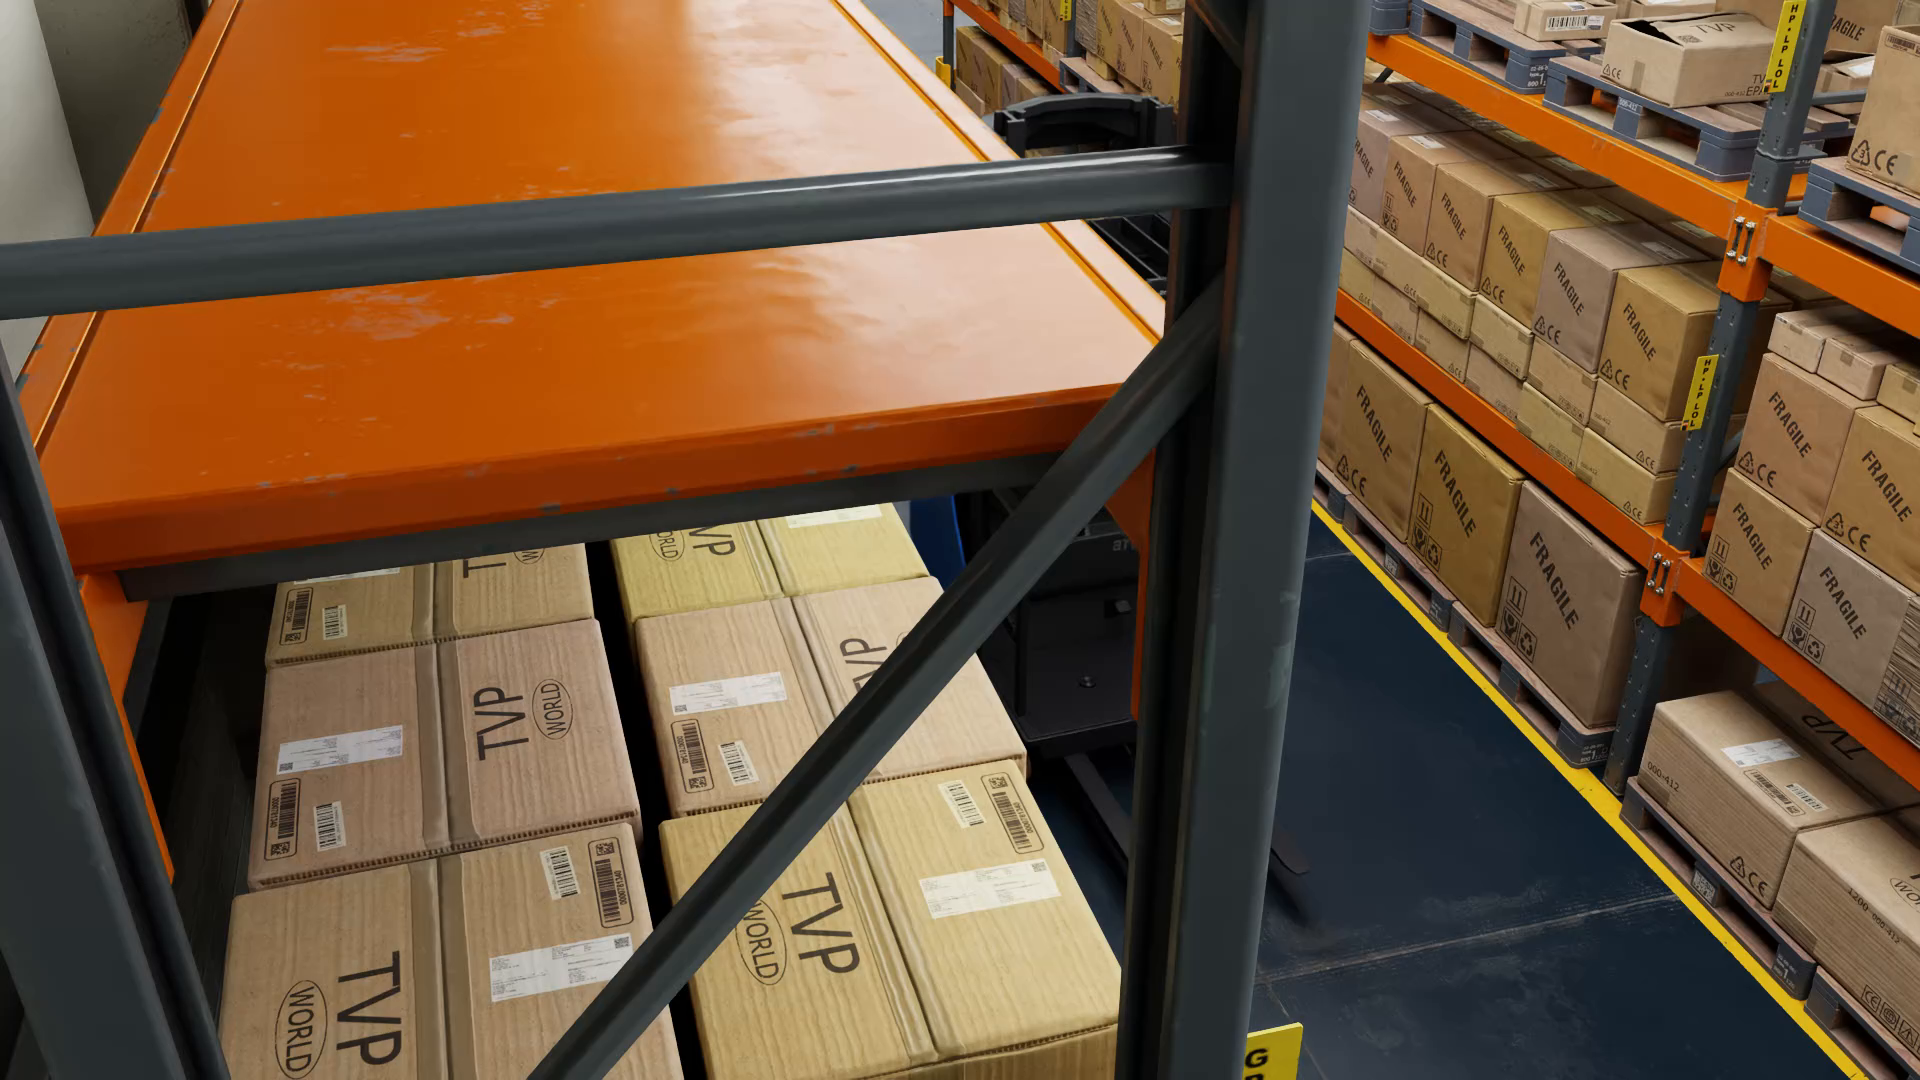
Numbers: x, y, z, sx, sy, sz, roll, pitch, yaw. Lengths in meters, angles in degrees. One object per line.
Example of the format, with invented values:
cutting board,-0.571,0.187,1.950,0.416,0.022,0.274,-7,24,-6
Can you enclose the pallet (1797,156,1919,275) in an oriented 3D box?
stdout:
pallet,3.710,-1.064,5.689,1.003,0.211,1.213,-8,31,-13

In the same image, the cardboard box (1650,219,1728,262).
cardboard box,3.502,-1.170,7.679,0.500,0.500,0.500,-8,31,-14

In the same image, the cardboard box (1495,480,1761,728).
cardboard box,3.262,0.248,8.029,0.875,0.875,0.875,-7,31,-12

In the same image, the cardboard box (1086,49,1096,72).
cardboard box,1.222,-3.829,13.203,0.380,0.149,0.250,-7,31,-13

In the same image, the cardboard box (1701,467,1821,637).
cardboard box,3.375,0.017,6.626,0.500,0.500,0.500,-7,31,-12

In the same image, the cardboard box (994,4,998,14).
cardboard box,0.534,-5.069,15.764,0.380,0.149,0.250,-7,31,-12

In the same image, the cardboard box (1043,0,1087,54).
cardboard box,1.022,-4.419,13.993,0.500,0.500,0.500,-9,31,-15

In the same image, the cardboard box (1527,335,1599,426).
cardboard box,3.012,-0.774,7.743,0.500,0.250,0.500,-7,31,-12

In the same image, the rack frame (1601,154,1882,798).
rack frame,3.503,-0.201,7.103,1.000,3.000,0.127,-8,31,-13

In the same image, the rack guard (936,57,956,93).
rack guard,0.338,-4.878,17.679,1.175,0.500,0.348,-8,31,-13

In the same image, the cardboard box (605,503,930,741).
cardboard box,-0.359,0.077,2.981,0.500,0.250,0.500,-8,31,-14

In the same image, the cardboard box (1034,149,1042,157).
cardboard box,0.964,-3.307,14.794,0.500,0.250,0.500,-6,31,-11

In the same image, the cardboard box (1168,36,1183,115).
cardboard box,1.770,-3.161,11.401,0.500,0.500,0.500,-10,32,-17

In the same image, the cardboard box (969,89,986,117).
cardboard box,0.394,-4.315,16.536,0.500,0.250,0.500,-7,31,-11

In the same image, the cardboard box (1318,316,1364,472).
cardboard box,2.545,-1.051,10.273,0.875,0.875,0.875,-8,31,-14

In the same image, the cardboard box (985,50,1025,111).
cardboard box,0.541,-4.380,15.900,0.500,0.500,0.500,-7,31,-12

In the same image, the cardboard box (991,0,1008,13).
cardboard box,0.596,-5.163,15.279,0.500,0.500,0.500,-8,31,-14

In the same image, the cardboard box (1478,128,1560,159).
cardboard box,3.101,-1.907,8.952,0.500,0.500,0.500,-8,31,-13

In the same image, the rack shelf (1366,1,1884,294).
rack shelf,2.972,-2.154,8.201,1.077,0.370,4.000,-8,31,-13

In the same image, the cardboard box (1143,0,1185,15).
cardboard box,1.551,-3.914,12.055,0.380,0.149,0.250,-6,31,-10

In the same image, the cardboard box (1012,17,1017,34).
cardboard box,0.689,-4.689,15.107,0.380,0.149,0.250,-8,31,-14

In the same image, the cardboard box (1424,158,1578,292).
cardboard box,2.731,-1.604,8.429,0.500,0.500,0.500,-7,31,-12

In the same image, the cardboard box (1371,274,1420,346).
cardboard box,2.616,-1.299,9.149,0.500,0.250,0.500,-7,31,-12

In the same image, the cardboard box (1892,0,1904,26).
cardboard box,6.942,-3.778,12.186,0.700,0.500,0.500,-8,31,-14

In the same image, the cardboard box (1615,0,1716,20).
cardboard box,3.356,-2.552,7.885,0.396,0.266,0.258,-5,30,-9

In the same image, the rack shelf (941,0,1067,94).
rack shelf,0.849,-4.720,15.628,1.077,0.370,4.000,-8,31,-13

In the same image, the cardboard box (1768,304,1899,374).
cardboard box,3.337,-0.771,6.342,0.380,0.149,0.250,-8,31,-14

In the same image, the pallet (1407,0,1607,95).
pallet,2.963,-2.506,8.279,1.003,0.211,1.213,-6,31,-11

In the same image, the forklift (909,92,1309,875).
forklift,0.660,-0.363,7.452,1.130,2.935,3.031,-9,31,-16

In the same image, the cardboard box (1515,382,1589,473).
cardboard box,3.007,-0.566,7.882,0.500,0.250,0.500,-8,31,-14

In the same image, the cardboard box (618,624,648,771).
cardboard box,-0.353,0.288,3.116,0.500,0.250,0.500,-9,31,-15

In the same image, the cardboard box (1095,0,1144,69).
cardboard box,1.361,-3.912,12.699,0.500,0.500,0.500,-8,31,-13

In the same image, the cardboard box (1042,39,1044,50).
cardboard box,0.934,-4.327,14.482,0.380,0.149,0.250,-8,31,-13

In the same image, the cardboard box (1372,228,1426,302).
cardboard box,2.594,-1.515,9.024,0.500,0.250,0.500,-8,31,-13

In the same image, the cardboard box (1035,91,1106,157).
cardboard box,0.964,-3.631,14.607,0.500,0.500,0.500,-8,31,-14

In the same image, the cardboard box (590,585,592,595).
cardboard box,-1.016,0.115,3.416,0.500,0.250,0.500,-7,31,-12

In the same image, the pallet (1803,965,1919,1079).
pallet,3.957,1.974,6.129,1.003,0.211,1.213,-8,31,-13

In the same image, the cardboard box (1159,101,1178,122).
cardboard box,1.640,-3.071,11.893,0.380,0.149,0.250,-9,31,-15

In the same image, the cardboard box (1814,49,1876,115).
cardboard box,3.708,-1.911,6.778,0.396,0.266,0.258,-8,31,-14

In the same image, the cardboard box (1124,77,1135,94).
cardboard box,1.457,-3.451,12.549,0.380,0.149,0.250,-7,31,-13

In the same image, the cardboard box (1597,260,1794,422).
cardboard box,3.143,-0.860,7.143,0.500,0.500,0.500,-7,31,-12

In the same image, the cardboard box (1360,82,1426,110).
cardboard box,2.337,-2.338,9.698,0.500,0.500,0.500,-9,31,-15

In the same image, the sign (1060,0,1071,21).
sign,0.859,-4.364,13.431,0.100,0.325,0.005,-8,31,-13

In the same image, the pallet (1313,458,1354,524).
pallet,2.578,-0.535,10.464,1.003,0.211,1.213,-8,31,-13

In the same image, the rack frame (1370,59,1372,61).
rack frame,5.064,-6.704,18.338,1.000,3.000,0.127,-8,31,-13

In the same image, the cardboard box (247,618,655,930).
cardboard box,-0.744,0.385,2.449,0.500,0.250,0.500,-9,31,-15

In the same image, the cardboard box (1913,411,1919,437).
cardboard box,3.536,-0.403,5.707,0.380,0.149,0.250,-8,31,-14
